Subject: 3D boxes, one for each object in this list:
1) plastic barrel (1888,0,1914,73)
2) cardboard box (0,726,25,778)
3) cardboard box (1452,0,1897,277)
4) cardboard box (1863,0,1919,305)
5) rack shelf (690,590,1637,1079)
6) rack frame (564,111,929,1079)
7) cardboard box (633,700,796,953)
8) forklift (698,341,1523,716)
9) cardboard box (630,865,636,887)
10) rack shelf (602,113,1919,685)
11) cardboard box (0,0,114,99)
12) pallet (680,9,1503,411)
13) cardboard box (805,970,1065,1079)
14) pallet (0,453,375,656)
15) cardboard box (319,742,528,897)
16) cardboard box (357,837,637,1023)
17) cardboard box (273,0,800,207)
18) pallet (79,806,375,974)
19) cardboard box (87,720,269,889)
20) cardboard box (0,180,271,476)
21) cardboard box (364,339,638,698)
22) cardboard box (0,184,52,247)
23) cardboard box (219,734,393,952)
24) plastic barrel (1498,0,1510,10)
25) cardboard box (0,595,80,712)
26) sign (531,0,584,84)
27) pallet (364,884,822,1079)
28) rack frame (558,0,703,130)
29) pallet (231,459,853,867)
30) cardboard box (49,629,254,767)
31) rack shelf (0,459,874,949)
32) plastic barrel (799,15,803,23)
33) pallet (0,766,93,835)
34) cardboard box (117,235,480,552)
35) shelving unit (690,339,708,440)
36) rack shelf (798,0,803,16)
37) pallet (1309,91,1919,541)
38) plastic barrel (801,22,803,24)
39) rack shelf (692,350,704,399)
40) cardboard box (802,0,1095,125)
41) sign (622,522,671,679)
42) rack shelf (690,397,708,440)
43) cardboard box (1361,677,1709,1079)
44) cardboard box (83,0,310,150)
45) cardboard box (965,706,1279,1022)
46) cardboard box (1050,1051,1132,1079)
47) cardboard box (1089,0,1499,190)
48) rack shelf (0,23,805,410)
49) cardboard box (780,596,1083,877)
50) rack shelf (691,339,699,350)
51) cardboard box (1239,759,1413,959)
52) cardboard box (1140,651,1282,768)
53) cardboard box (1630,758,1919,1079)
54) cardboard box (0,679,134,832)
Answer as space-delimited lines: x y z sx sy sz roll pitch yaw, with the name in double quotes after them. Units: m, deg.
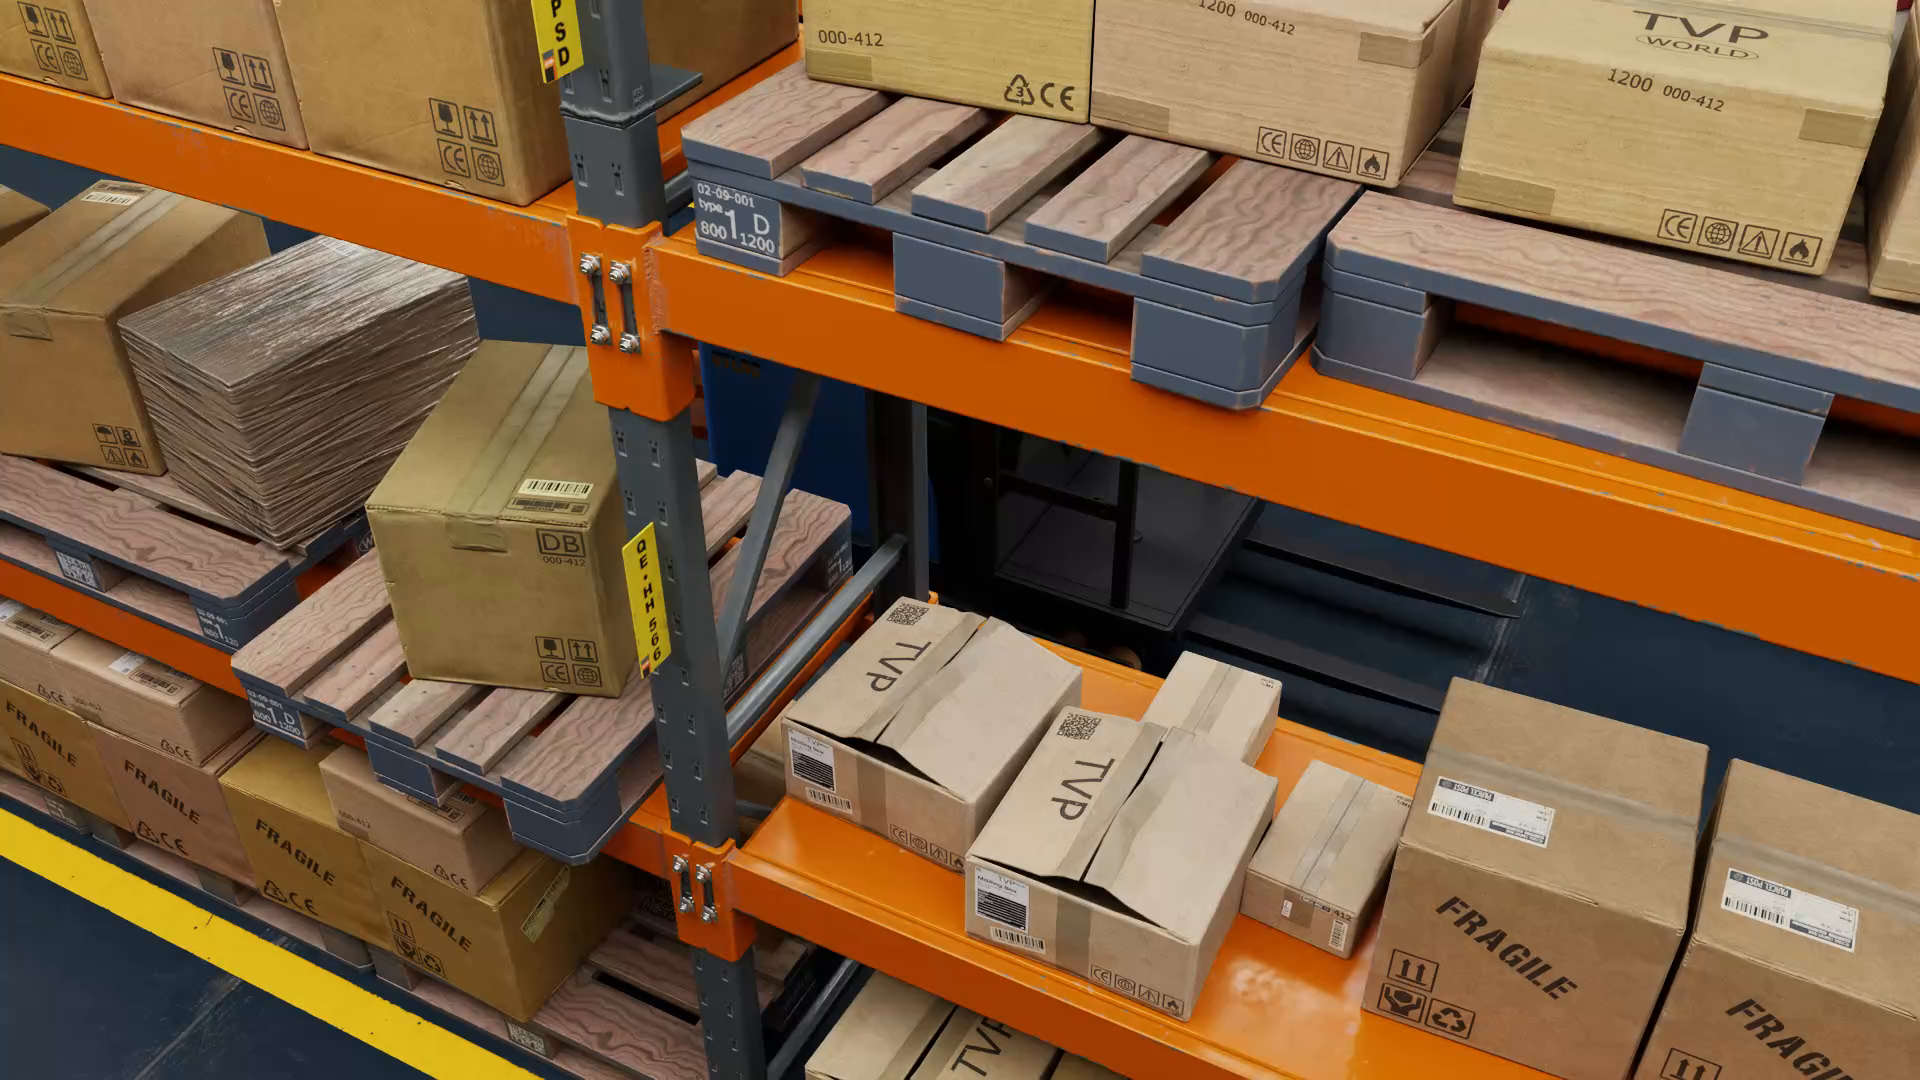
3.687 -2.053 6.861 0.433 0.535 0.433 0 37 0 "plastic barrel"
-3.117 0.371 5.484 0.500 0.500 0.500 18 41 22 "cardboard box"
1.044 -0.650 2.421 0.500 0.250 0.500 17 40 21 "cardboard box"
1.521 -0.499 2.223 0.500 0.250 0.500 14 39 18 "cardboard box"
1.414 1.098 3.418 4.000 0.370 1.077 17 41 21 "rack shelf"
-0.362 0.255 3.933 0.127 3.000 1.000 17 41 21 "rack frame"
-0.634 0.796 4.924 0.500 0.500 0.500 19 41 23 "cardboard box"
0.557 -0.989 5.629 3.031 2.935 1.130 18 41 22 "forklift"
-1.102 0.653 5.112 0.500 0.500 0.500 16 40 20 "cardboard box"
1.414 -0.097 2.511 4.000 0.370 1.077 17 41 21 "rack shelf"
-1.679 -1.369 3.509 0.500 0.500 0.910 17 41 21 "cardboard box"
0.282 -0.724 2.898 1.003 0.211 1.213 19 41 24 "pallet"
-0.032 1.263 4.068 0.500 0.311 0.500 19 41 23 "cardboard box"
-2.091 -0.207 4.700 1.213 0.211 1.003 17 41 21 "pallet"
-1.352 0.630 4.523 0.500 0.250 0.500 19 41 23 "cardboard box"
-1.300 0.942 4.732 0.500 0.500 0.500 19 41 23 "cardboard box"
-0.764 -1.083 3.132 0.500 0.500 0.910 17 41 21 "cardboard box"
-2.086 0.798 5.524 1.213 0.211 1.003 17 41 21 "pallet"
-2.228 0.655 5.110 0.500 0.500 0.500 16 40 20 "cardboard box"
-2.316 -0.606 4.637 0.500 0.500 0.700 8 38 10 "cardboard box"
-0.973 -0.066 3.927 0.500 0.500 0.700 5 37 6 "cardboard box"
-2.956 -0.655 4.702 0.500 0.500 0.700 24 43 28 "cardboard box"
-1.759 0.798 4.922 0.500 0.500 0.500 16 40 20 "cardboard box"
2.471 -2.491 7.438 0.708 0.536 0.600 17 41 21 "plastic barrel"
-2.708 0.208 5.078 0.500 0.250 0.500 17 41 22 "cardboard box"
-0.613 -0.855 2.487 0.005 0.325 0.100 17 41 21 "sign"
-1.007 1.138 5.076 1.213 0.211 1.003 17 41 21 "pallet"
-0.362 -2.134 2.119 0.127 3.000 1.000 17 41 21 "rack frame"
-0.996 0.181 4.189 1.003 0.211 1.213 17 41 21 "pallet"
-2.262 0.347 4.895 0.500 0.250 0.500 17 40 21 "cardboard box"
-2.138 -0.014 4.883 4.000 0.370 1.077 17 41 21 "rack shelf"
-1.157 -2.686 9.196 0.708 0.901 0.600 17 41 21 "plastic barrel"
-3.174 0.460 5.970 1.213 0.211 1.003 17 41 21 "pallet"
-1.697 -0.423 4.397 0.500 0.500 0.700 26 44 30 "cardboard box"
-1.126 -0.709 6.692 0.503 1.200 0.258 10 38 13 "shelving unit"
0.144 -2.673 8.385 4.000 0.370 1.077 17 41 21 "rack shelf"
1.277 -0.414 2.490 1.213 0.211 1.003 19 41 24 "pallet"
-0.528 -2.489 8.937 0.708 0.901 0.600 17 41 21 "plastic barrel"
-1.126 -0.656 6.733 0.480 0.148 0.258 10 38 13 "rack shelf"
0.067 -0.951 2.818 0.500 0.250 0.500 14 40 18 "cardboard box"
-0.603 0.120 3.219 0.005 0.325 0.100 17 41 21 "sign"
-1.126 -0.498 6.853 0.480 0.148 0.258 10 38 13 "rack shelf"
1.136 0.673 3.299 0.500 0.500 0.500 15 40 19 "cardboard box"
-1.217 -1.224 3.318 0.500 0.500 0.910 17 41 21 "cardboard box"
0.344 0.643 3.495 0.500 0.311 0.500 17 40 21 "cardboard box"
0.439 1.405 3.882 0.500 0.311 0.500 16 40 20 "cardboard box"
0.541 -0.815 2.639 0.500 0.250 0.500 18 41 23 "cardboard box"
-2.138 -1.209 3.976 4.000 0.370 1.077 17 41 21 "rack shelf"
-0.059 0.415 3.796 0.500 0.311 0.500 20 42 24 "cardboard box"
-1.126 -0.834 6.598 0.480 0.148 0.258 10 38 13 "rack shelf"
0.797 0.680 3.581 0.250 0.149 0.380 20 42 25 "cardboard box"
0.564 0.457 3.875 0.250 0.149 0.380 17 41 21 "cardboard box"
1.603 0.820 3.107 0.500 0.500 0.500 17 41 22 "cardboard box"
-2.677 0.514 5.295 0.500 0.500 0.500 18 41 22 "cardboard box"
